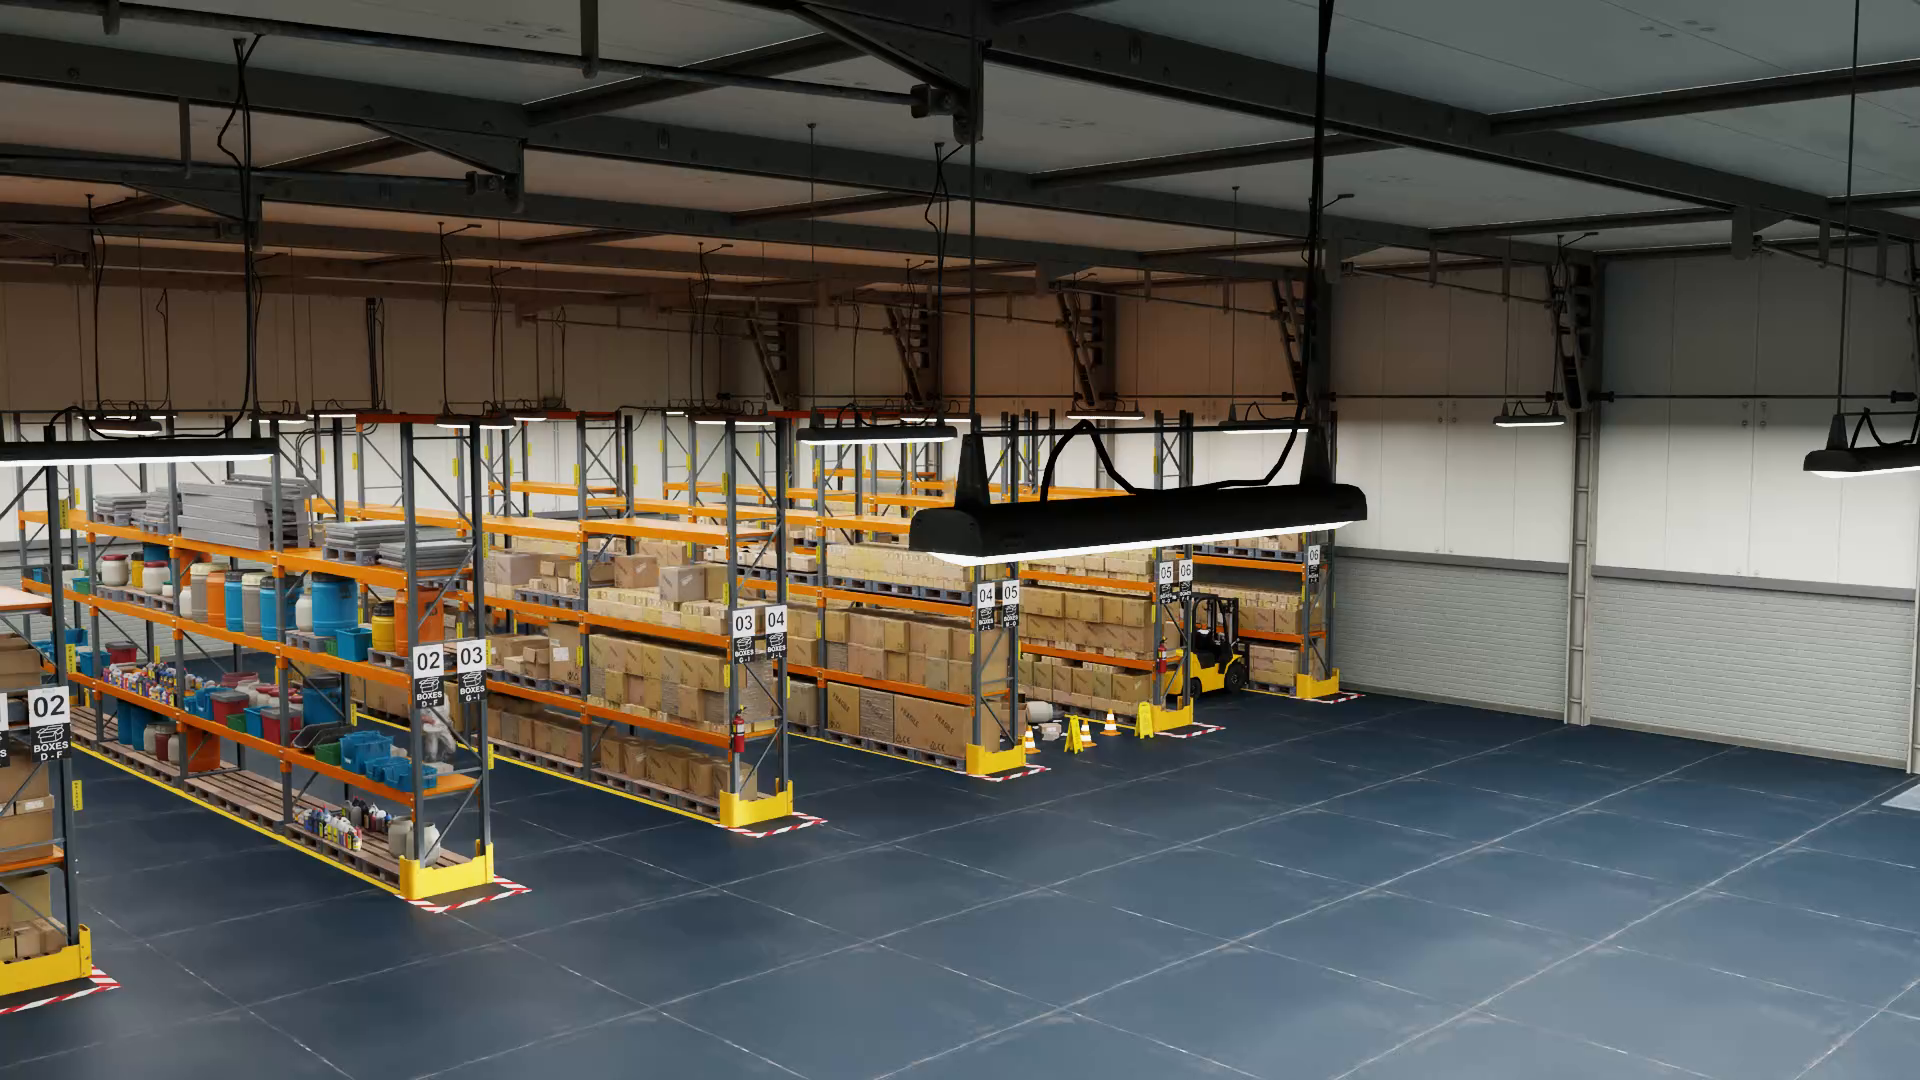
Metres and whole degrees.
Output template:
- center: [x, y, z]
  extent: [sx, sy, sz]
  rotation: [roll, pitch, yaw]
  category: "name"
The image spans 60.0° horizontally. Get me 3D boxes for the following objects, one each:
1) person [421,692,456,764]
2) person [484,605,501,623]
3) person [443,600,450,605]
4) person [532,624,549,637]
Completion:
- center: [-8.476, 3.093, 27.064]
  extent: [0.738, 1.734, 0.667]
  rotation: [4, 6, 39]
  category: "person"
- center: [-11.392, 1.965, 40.489]
  extent: [0.732, 1.719, 0.872]
  rotation: [3, 6, 34]
  category: "person"
- center: [-12.009, 2.193, 38.335]
  extent: [0.736, 1.657, 0.747]
  rotation: [-2, 5, -19]
  category: "person"
- center: [-10.403, 1.931, 40.868]
  extent: [0.974, 1.700, 0.733]
  rotation: [1, 5, 11]
  category: "person"
